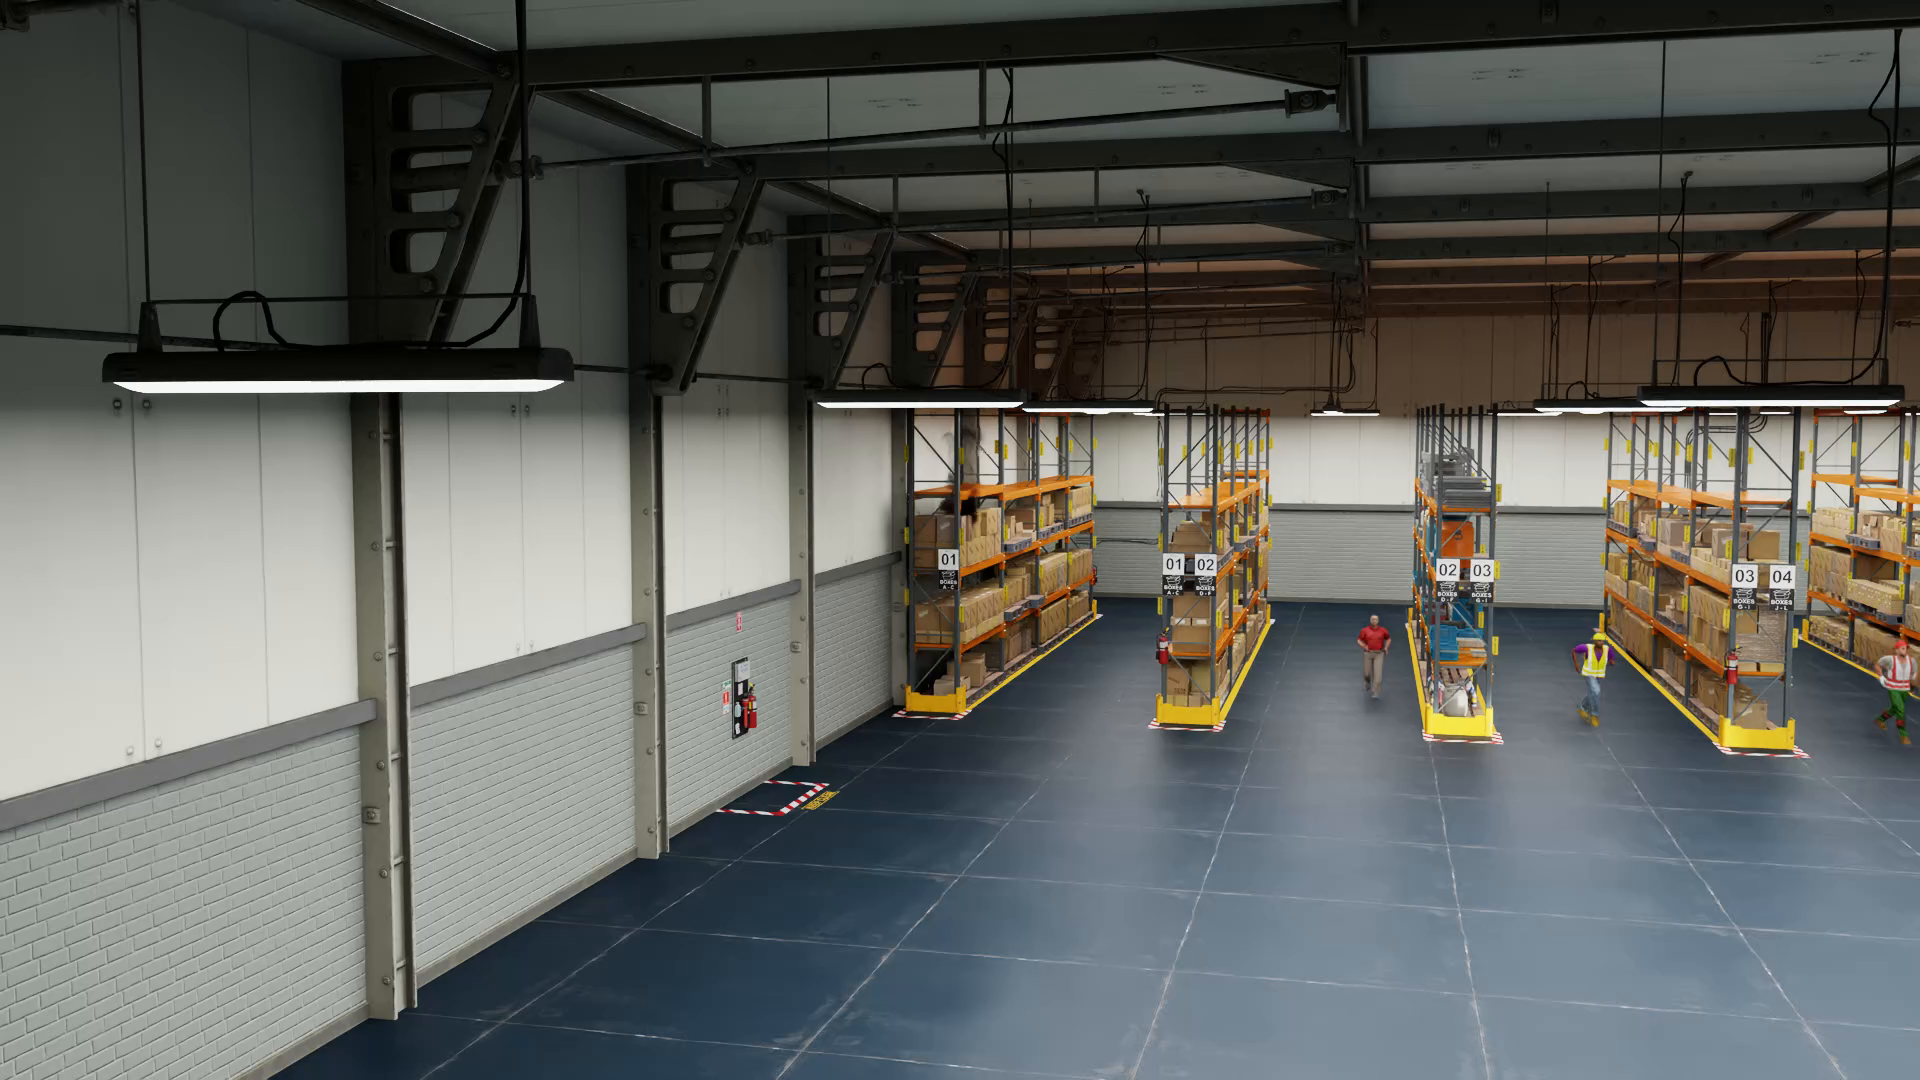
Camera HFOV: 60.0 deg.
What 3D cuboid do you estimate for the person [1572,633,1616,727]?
[{"bbox_3d":[11.891,2.593,31.250,0.688,1.762,0.953,-1,4,-9],"label":"person"}]

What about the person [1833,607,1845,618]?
[{"bbox_3d":[23.419,1.689,44.020,0.660,1.646,0.553,0,4,6],"label":"person"}]

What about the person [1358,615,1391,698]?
[{"bbox_3d":[8.545,2.381,34.297,0.674,1.682,0.782,1,4,12],"label":"person"}]

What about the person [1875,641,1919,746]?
[{"bbox_3d":[16.693,2.690,29.612,0.605,1.833,1.082,-1,4,-8],"label":"person"}]

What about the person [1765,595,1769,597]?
[{"bbox_3d":[19.694,1.949,40.361,0.739,1.718,0.702,1,4,14],"label":"person"}]
